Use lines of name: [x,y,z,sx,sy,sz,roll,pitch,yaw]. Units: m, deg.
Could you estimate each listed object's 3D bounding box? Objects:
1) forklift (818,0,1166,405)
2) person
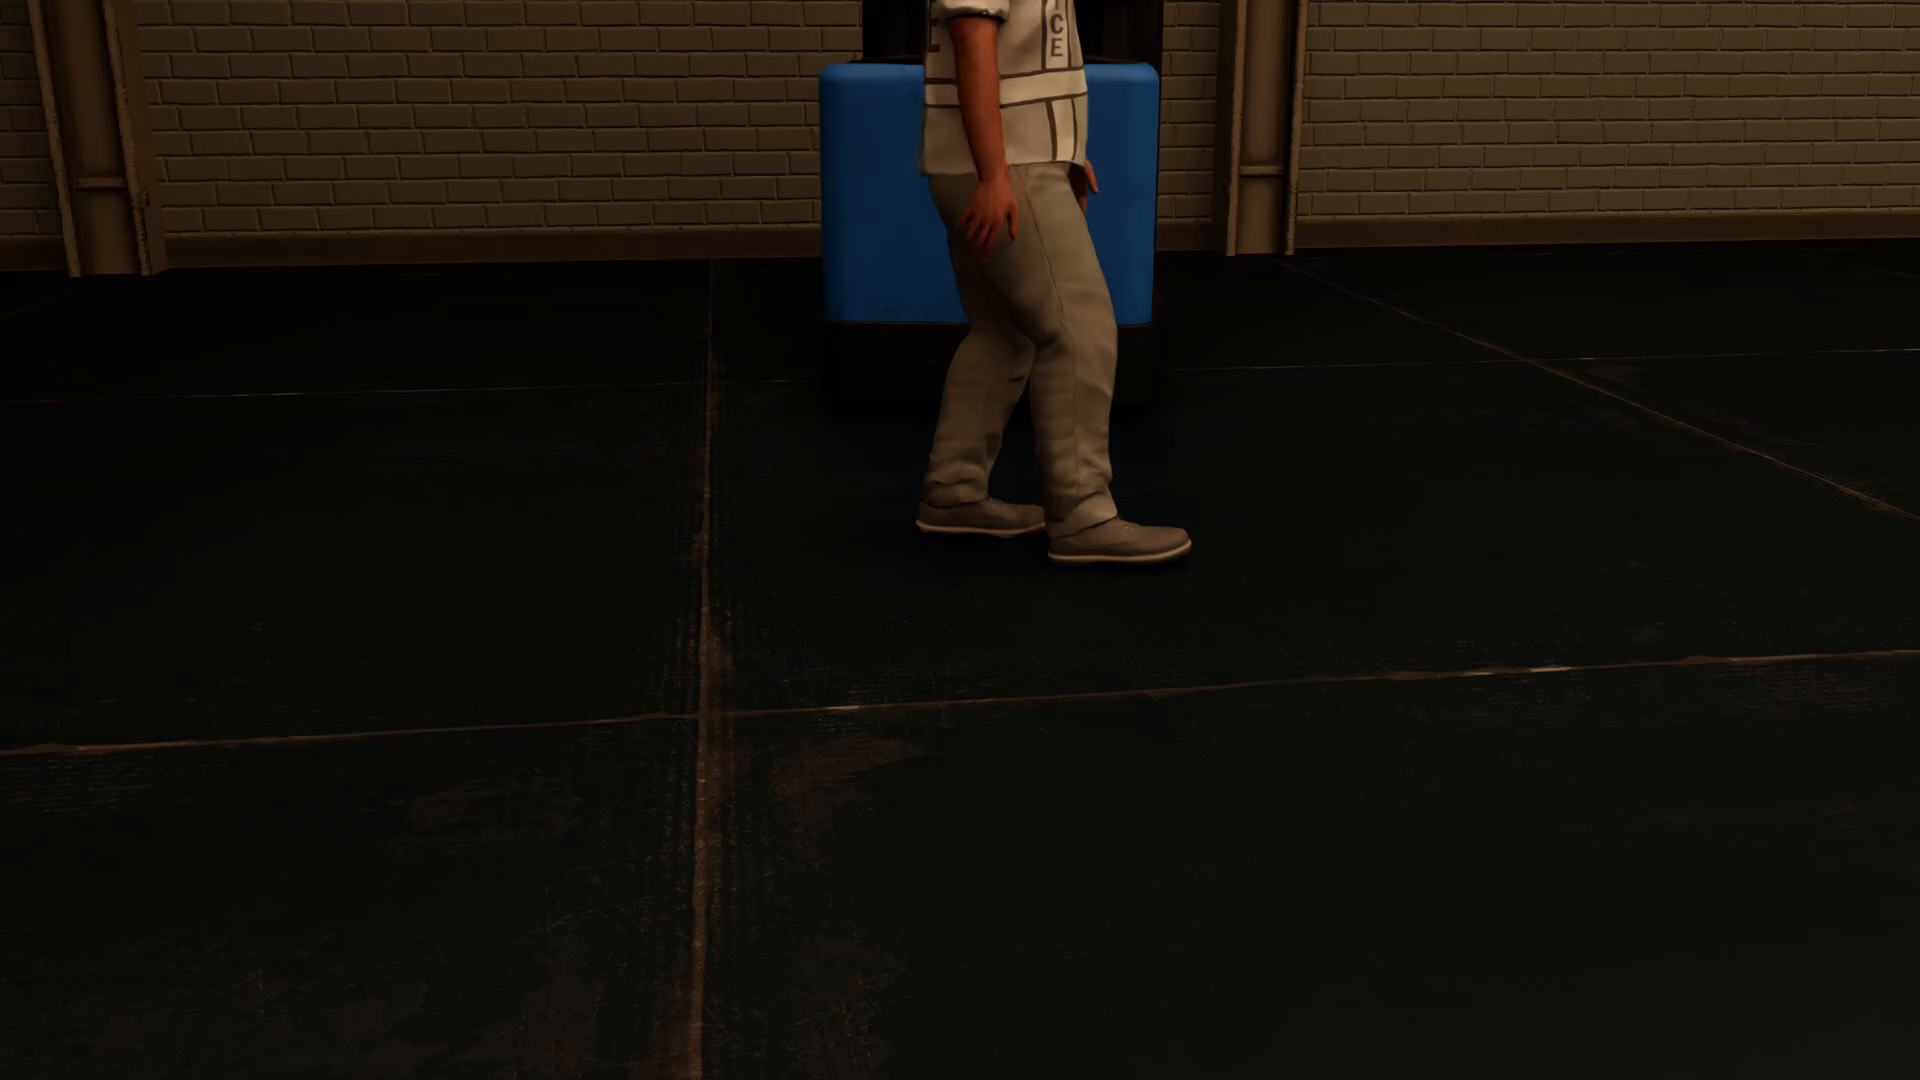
forklift: [0.214,-2.197,6.177,1.130,2.935,3.031,2,17,5]
person: [0.206,-0.831,3.718,0.621,1.736,0.682,-1,17,-2]
